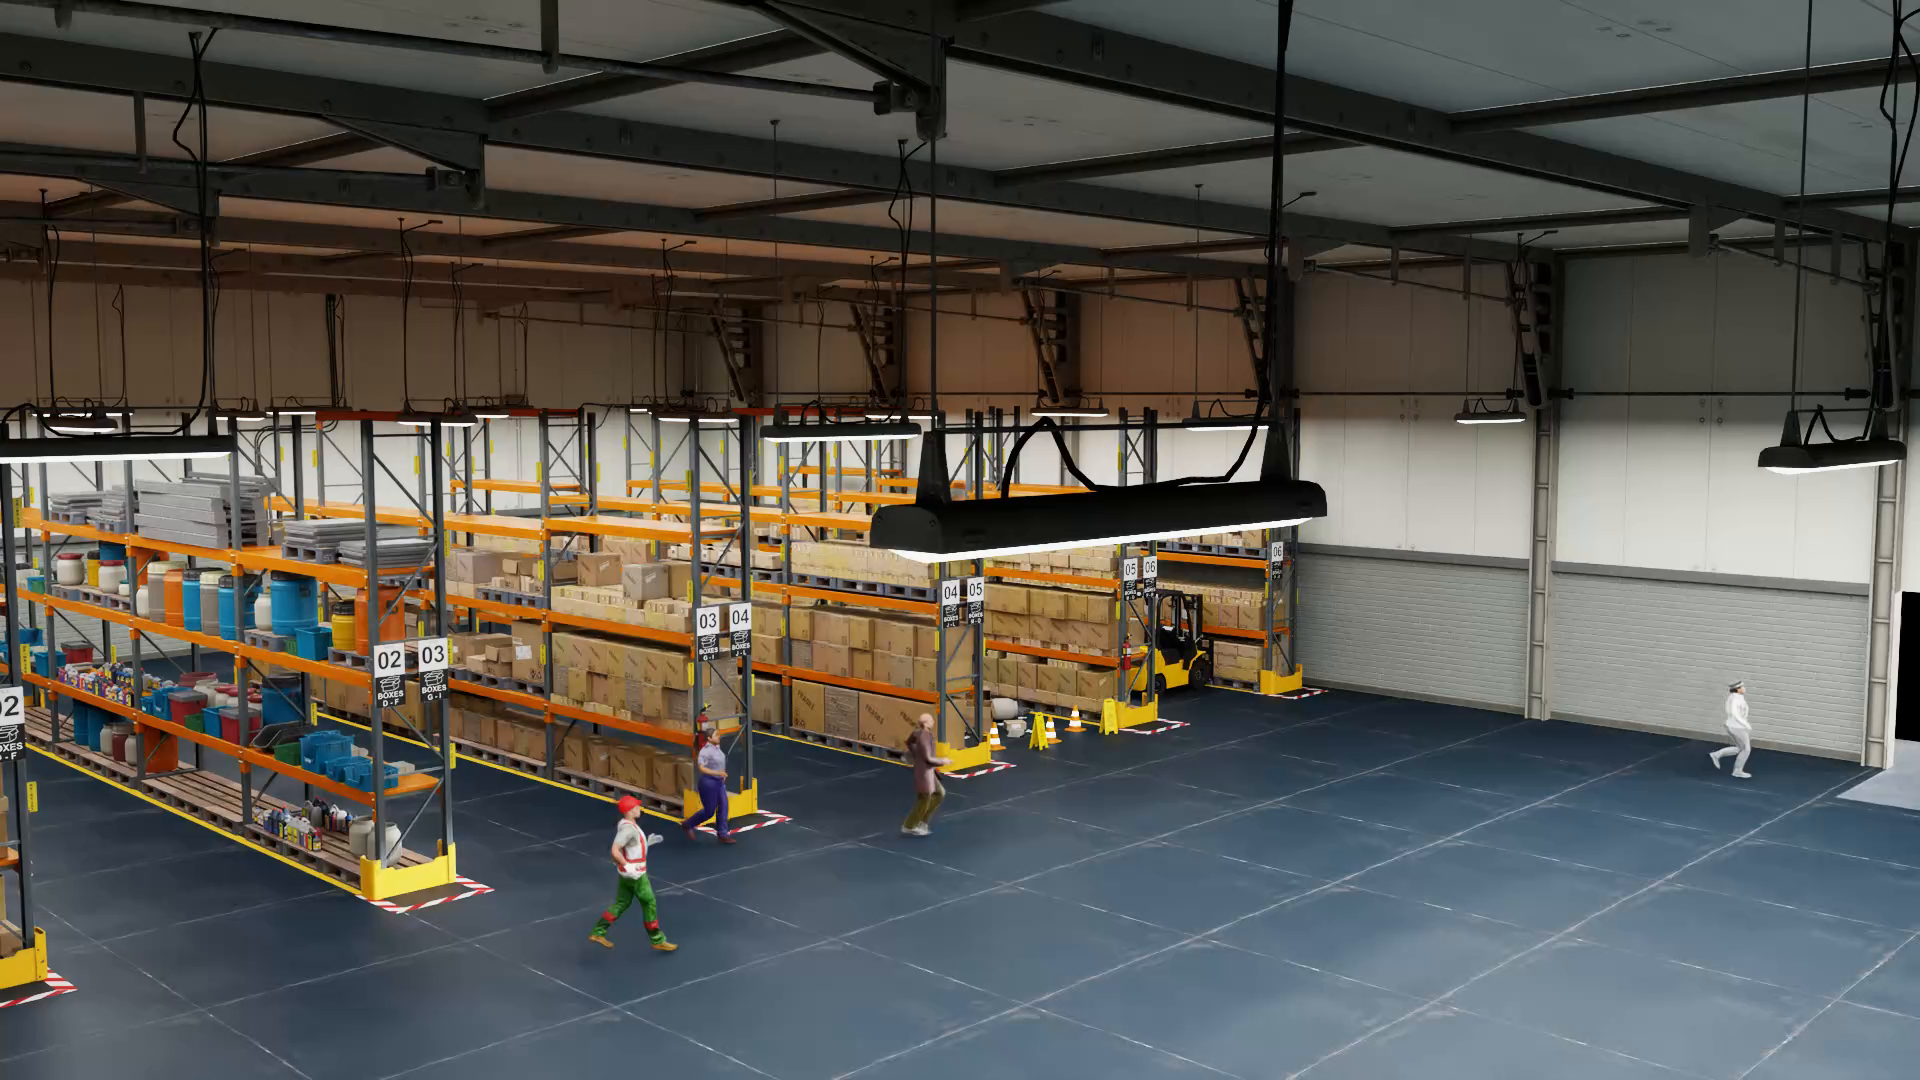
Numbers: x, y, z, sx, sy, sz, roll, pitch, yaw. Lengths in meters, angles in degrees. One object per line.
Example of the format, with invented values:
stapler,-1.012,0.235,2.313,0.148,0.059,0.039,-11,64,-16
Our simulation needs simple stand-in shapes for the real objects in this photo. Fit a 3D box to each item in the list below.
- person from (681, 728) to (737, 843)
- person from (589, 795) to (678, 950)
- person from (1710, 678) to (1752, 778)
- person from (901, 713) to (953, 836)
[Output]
person,-3.516,3.445,23.390,0.791,1.633,0.637,1,5,15
person,-3.682,3.750,18.683,0.979,1.786,0.658,-2,5,-22
person,12.732,3.079,27.380,0.589,1.652,0.480,1,5,14
person,-0.473,3.359,23.758,0.748,1.794,0.733,0,5,-3
